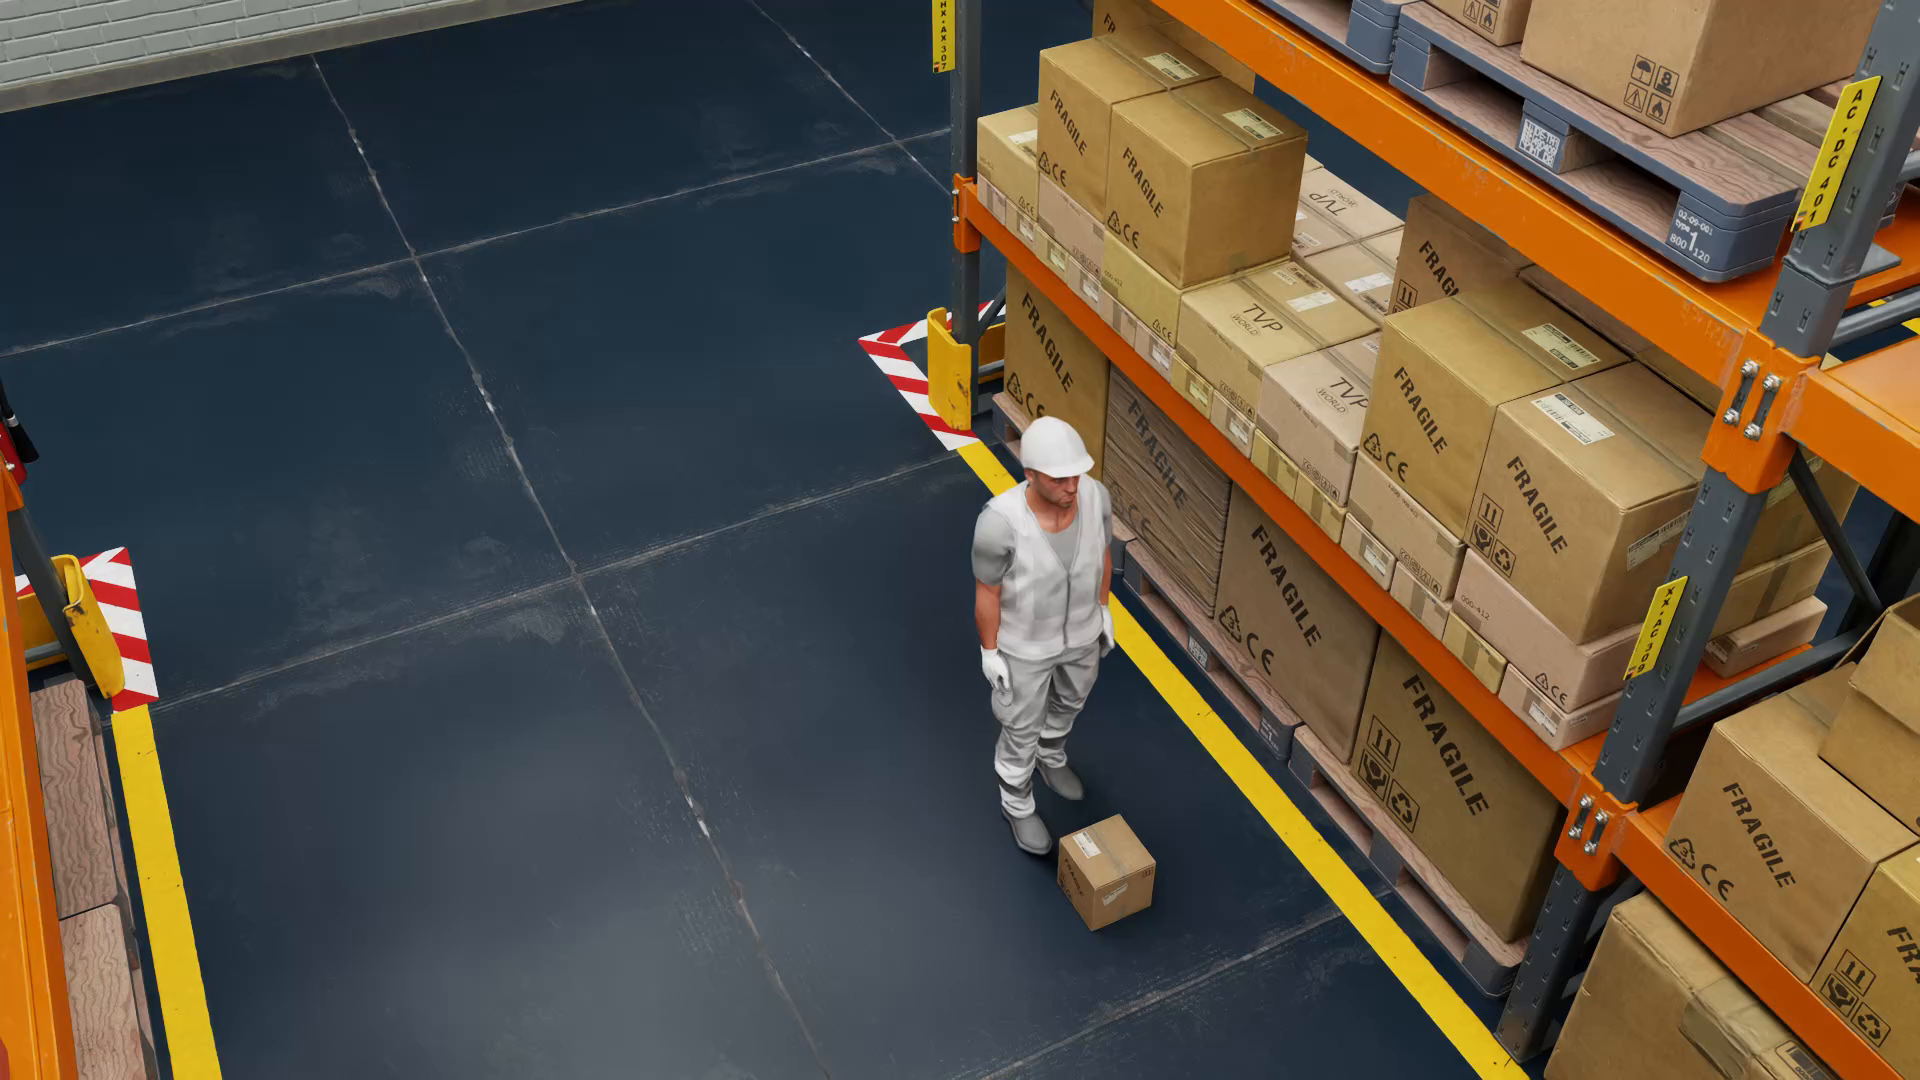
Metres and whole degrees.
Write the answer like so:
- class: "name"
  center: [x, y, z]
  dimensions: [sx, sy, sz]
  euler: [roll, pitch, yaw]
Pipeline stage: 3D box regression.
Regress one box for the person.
- class: "person"
  center: [0.307, 0.344, 5.759]
  dimensions: [0.526, 1.821, 0.486]
  euler: [-18, 44, -20]
